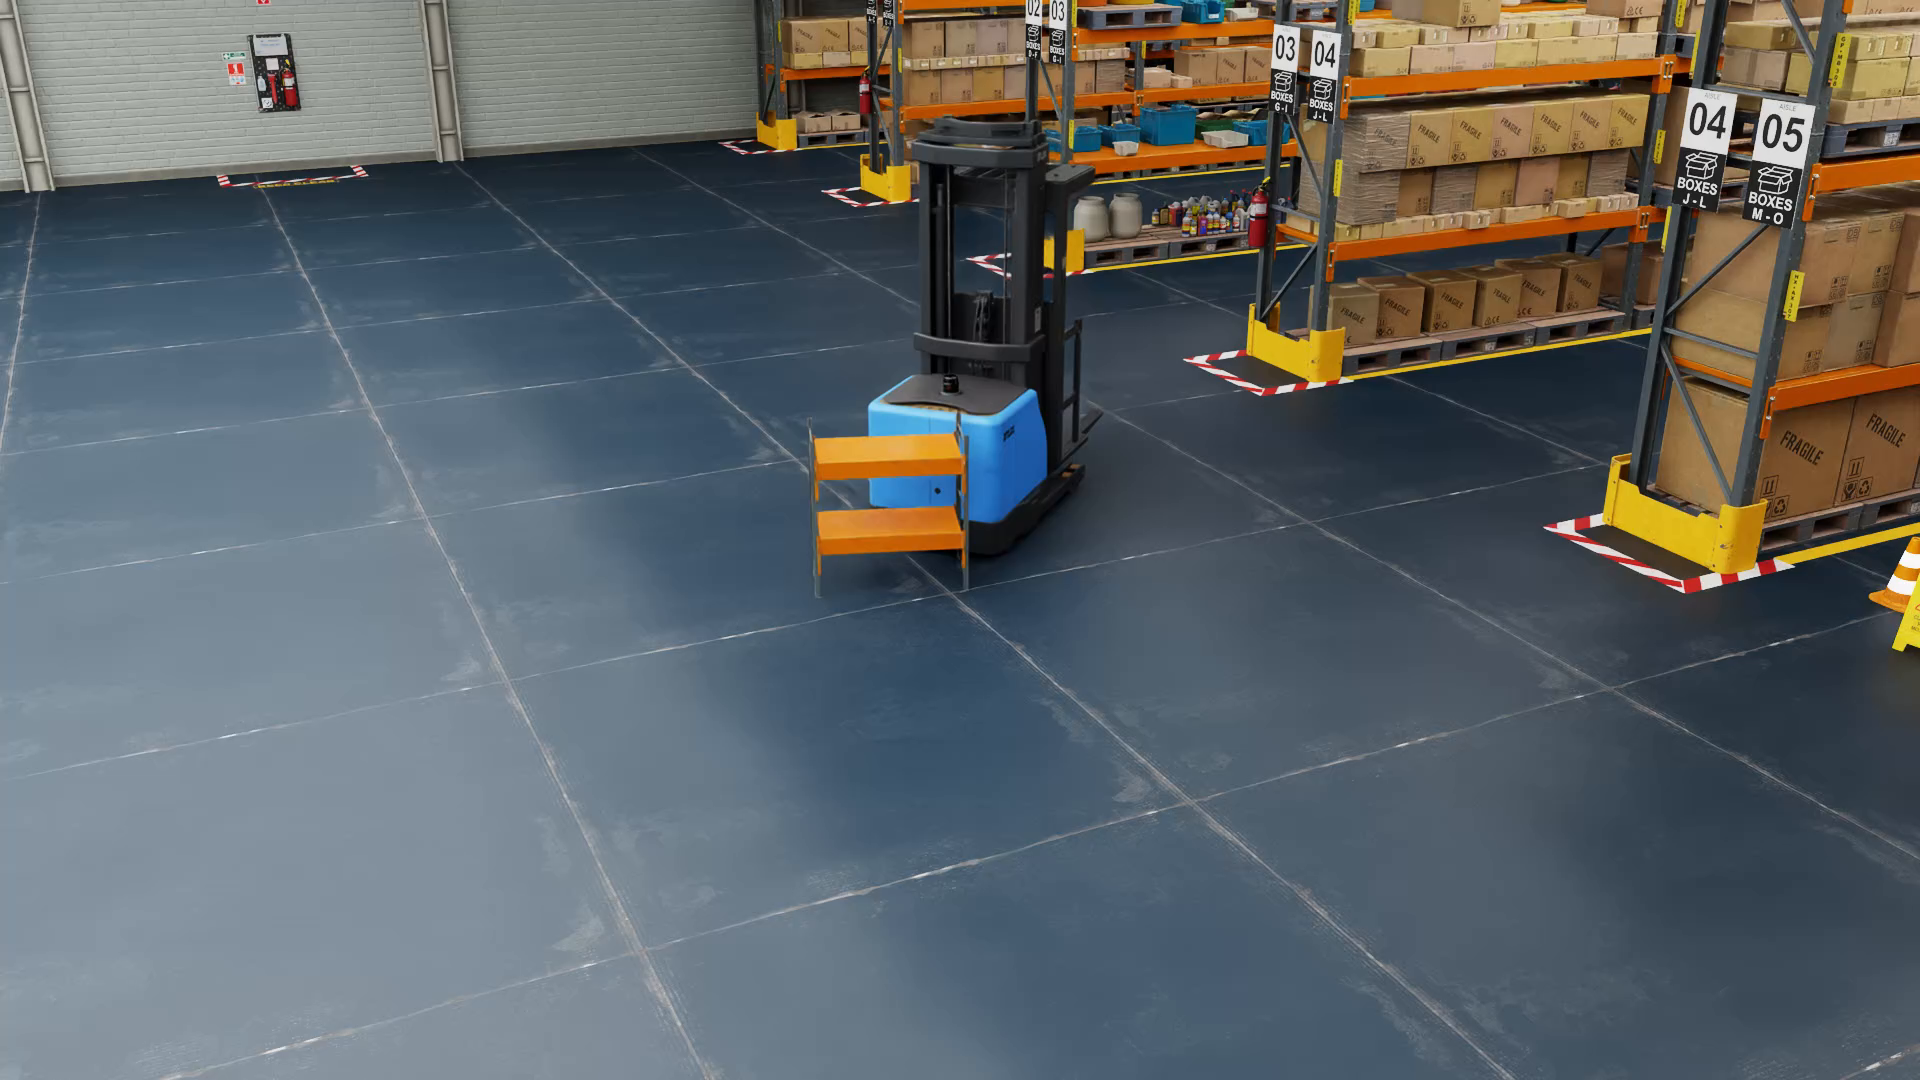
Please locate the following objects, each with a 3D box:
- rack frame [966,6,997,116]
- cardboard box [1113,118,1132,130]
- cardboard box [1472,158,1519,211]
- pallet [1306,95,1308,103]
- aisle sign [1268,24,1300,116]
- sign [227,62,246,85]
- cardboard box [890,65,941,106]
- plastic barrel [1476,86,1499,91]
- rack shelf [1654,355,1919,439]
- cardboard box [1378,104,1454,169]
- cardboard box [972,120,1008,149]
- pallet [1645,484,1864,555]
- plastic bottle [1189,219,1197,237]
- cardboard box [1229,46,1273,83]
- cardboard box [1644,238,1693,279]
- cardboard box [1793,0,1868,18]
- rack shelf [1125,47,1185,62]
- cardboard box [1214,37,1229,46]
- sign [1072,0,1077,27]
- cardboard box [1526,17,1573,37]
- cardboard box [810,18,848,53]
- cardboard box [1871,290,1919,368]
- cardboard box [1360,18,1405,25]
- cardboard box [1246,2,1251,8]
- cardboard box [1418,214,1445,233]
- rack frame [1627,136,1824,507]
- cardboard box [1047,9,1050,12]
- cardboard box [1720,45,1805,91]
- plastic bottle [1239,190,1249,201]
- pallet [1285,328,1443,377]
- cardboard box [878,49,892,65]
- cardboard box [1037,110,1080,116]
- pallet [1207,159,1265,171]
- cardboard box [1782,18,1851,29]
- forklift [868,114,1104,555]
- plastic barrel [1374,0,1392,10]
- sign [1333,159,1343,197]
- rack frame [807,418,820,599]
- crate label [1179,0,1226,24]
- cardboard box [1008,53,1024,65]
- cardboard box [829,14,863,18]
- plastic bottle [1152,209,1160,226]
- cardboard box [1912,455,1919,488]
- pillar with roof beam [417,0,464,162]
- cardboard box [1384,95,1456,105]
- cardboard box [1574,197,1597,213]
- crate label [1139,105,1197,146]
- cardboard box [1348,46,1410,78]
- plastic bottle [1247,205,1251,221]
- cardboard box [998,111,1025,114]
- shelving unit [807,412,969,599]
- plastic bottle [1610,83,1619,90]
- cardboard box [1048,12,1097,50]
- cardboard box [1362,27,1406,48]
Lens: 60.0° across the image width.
[{"bbox_3d":[0.372,-8.879,29.779,0.127,3.000,1.000,-10,25,-24],"label":"rack frame"},{"bbox_3d":[2.764,-6.521,26.395,0.500,0.311,0.500,-10,25,-24],"label":"cardboard box"},{"bbox_3d":[5.043,-3.631,16.581,0.500,0.500,0.875,-10,25,-24],"label":"cardboard box"},{"bbox_3d":[6.918,-8.764,33.146,1.213,0.211,1.003,-10,25,-24],"label":"pallet"},{"bbox_3d":[3.026,-4.389,15.532,0.004,0.787,0.394,-10,25,-24],"label":"aisle sign"},{"bbox_3d":[-11.170,-7.198,25.671,0.234,0.329,0.001,-10,25,-24],"label":"sign"},{"bbox_3d":[-0.655,-6.628,24.210,0.500,0.500,0.700,-10,25,-24],"label":"cardboard box"},{"bbox_3d":[7.059,-5.866,22.353,0.421,0.512,0.421,0,22,0],"label":"plastic barrel"},{"bbox_3d":[7.074,-1.368,12.573,4.000,0.370,1.077,-10,25,-24],"label":"rack shelf"},{"bbox_3d":[4.280,-3.818,15.725,0.500,0.500,0.500,-10,25,-24],"label":"cardboard box"},{"bbox_3d":[0.394,-5.963,24.798,0.500,0.500,0.500,-10,25,-24],"label":"cardboard box"},{"bbox_3d":[5.959,-0.240,12.553,1.213,0.211,1.003,-10,25,-24],"label":"pallet"},{"bbox_3d":[2.926,-3.922,20.887,0.097,0.201,0.097,0,22,0],"label":"plastic bottle"},{"bbox_3d":[4.623,-7.598,26.554,0.500,0.500,0.500,-12,25,-26],"label":"cardboard box"},{"bbox_3d":[7.817,-2.973,18.205,0.500,0.500,0.700,-11,25,-24],"label":"cardboard box"},{"bbox_3d":[9.189,-5.754,17.522,0.500,0.500,0.500,-10,24,-23],"label":"cardboard box"},{"bbox_3d":[2.174,-8.879,30.718,4.000,0.370,1.077,-10,25,-24],"label":"rack shelf"},{"bbox_3d":[4.880,-9.464,31.495,0.250,0.149,0.380,-10,24,-22],"label":"cardboard box"},{"bbox_3d":[1.299,-6.001,18.893,0.005,0.325,0.100,-10,25,-24],"label":"sign"},{"bbox_3d":[5.678,-4.949,16.037,0.250,0.149,0.380,-9,24,-22],"label":"cardboard box"},{"bbox_3d":[-2.222,-8.556,28.188,0.500,0.500,0.500,-10,25,-23],"label":"cardboard box"},{"bbox_3d":[6.632,-1.663,12.150,0.550,0.550,0.875,-10,25,-24],"label":"cardboard box"},{"bbox_3d":[4.027,-4.885,15.882,0.250,0.149,0.380,-10,25,-23],"label":"cardboard box"},{"bbox_3d":[5.430,-10.242,31.545,0.500,0.250,0.500,-10,25,-23],"label":"cardboard box"},{"bbox_3d":[4.482,-3.102,16.152,0.250,0.149,0.380,-10,25,-24],"label":"cardboard box"},{"bbox_3d":[5.272,-1.369,11.634,0.127,3.000,1.000,-10,25,-24],"label":"rack frame"},{"bbox_3d":[1.931,-9.412,30.359,0.500,0.500,0.700,-7,23,-16],"label":"cardboard box"},{"bbox_3d":[5.592,-3.240,11.362,0.500,0.250,0.500,-10,25,-23],"label":"cardboard box"},{"bbox_3d":[3.761,-4.453,21.975,0.185,0.351,0.144,-10,24,-22],"label":"plastic bottle"},{"bbox_3d":[4.028,-1.941,16.664,1.213,0.211,1.003,-10,25,-24],"label":"pallet"},{"bbox_3d":[-1.275,-8.384,28.752,0.500,0.250,0.500,-10,25,-23],"label":"cardboard box"},{"bbox_3d":[1.523,-6.388,25.826,0.500,0.500,0.500,-10,25,-24],"label":"cardboard box"},{"bbox_3d":[4.271,-6.224,27.010,1.213,0.211,1.003,-10,25,-24],"label":"pallet"},{"bbox_3d":[5.885,-3.503,11.476,0.250,0.149,0.380,-10,25,-23],"label":"cardboard box"},{"bbox_3d":[0.356,-1.782,12.723,1.130,2.935,3.031,9,24,20],"label":"forklift"},{"bbox_3d":[5.622,-7.350,21.508,0.600,0.901,0.600,0,22,0],"label":"plastic barrel"},{"bbox_3d":[3.448,-3.308,15.187,0.005,0.325,0.100,-10,25,-24],"label":"sign"},{"bbox_3d":[-0.994,-0.216,11.300,0.032,1.125,0.500,-3,23,-6],"label":"rack frame"},{"bbox_3d":[2.894,-6.315,19.857,0.408,0.251,0.502,-10,25,-24],"label":"crate label"},{"bbox_3d":[0.752,-7.101,24.503,0.250,0.149,0.380,-10,25,-23],"label":"cardboard box"},{"bbox_3d":[-1.978,-8.821,28.827,0.500,0.500,0.500,-11,25,-25],"label":"cardboard box"},{"bbox_3d":[2.529,-4.168,21.480,0.097,0.201,0.097,0,22,0],"label":"plastic bottle"},{"bbox_3d":[7.469,-1.013,13.005,0.875,0.875,0.875,-10,25,-23],"label":"cardboard box"},{"bbox_3d":[-6.516,-8.923,22.041,0.400,9.000,9.100,-10,25,-24],"label":"pillar with roof beam"},{"bbox_3d":[4.500,-4.084,16.366,0.500,0.500,0.500,-10,25,-24],"label":"cardboard box"},{"bbox_3d":[6.270,-3.446,16.982,0.250,0.149,0.380,-10,25,-24],"label":"cardboard box"},{"bbox_3d":[2.605,-5.216,20.884,0.616,0.435,0.502,-10,25,-24],"label":"crate label"},{"bbox_3d":[3.758,-4.402,15.237,0.500,0.250,0.500,-10,24,-22],"label":"cardboard box"},{"bbox_3d":[3.749,-4.153,21.249,0.185,0.351,0.144,-11,25,-24],"label":"plastic bottle"},{"bbox_3d":[1.028,-8.055,30.481,0.500,0.500,0.700,-10,24,-22],"label":"cardboard box"},{"bbox_3d":[-0.489,-0.239,11.356,1.048,1.125,0.538,-3,23,-6],"label":"shelving unit"},{"bbox_3d":[9.482,-6.478,24.131,0.133,0.283,0.061,-10,25,-24],"label":"plastic bottle"},{"bbox_3d":[1.672,-7.658,25.002,0.500,0.500,0.700,-10,25,-24],"label":"cardboard box"},{"bbox_3d":[3.836,-4.571,15.124,0.250,0.149,0.380,-10,24,-22],"label":"cardboard box"}]
